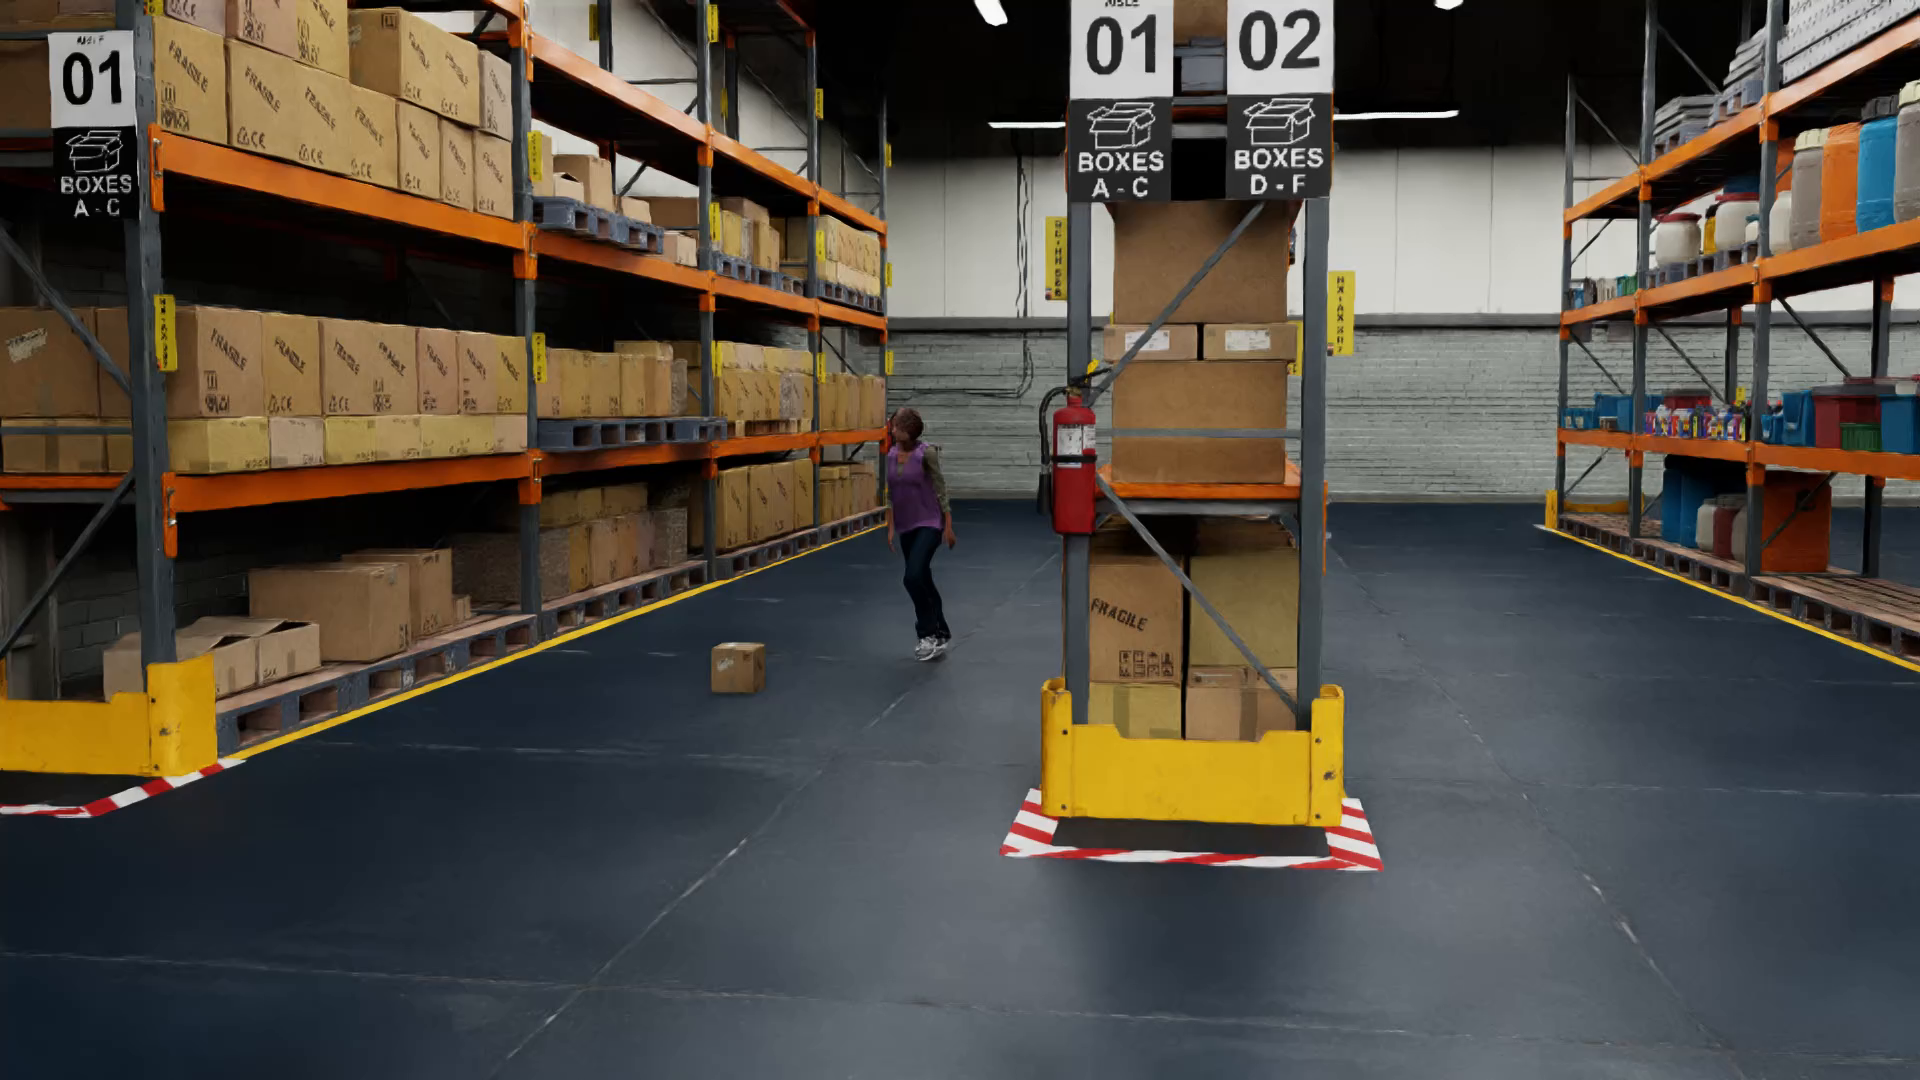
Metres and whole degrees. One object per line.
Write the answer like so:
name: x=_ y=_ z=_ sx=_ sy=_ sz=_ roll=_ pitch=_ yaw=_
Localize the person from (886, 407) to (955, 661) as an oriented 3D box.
person: x=-0.255 y=-0.052 z=10.624 sx=0.442 sy=1.591 sz=0.499 roll=4 pitch=6 yaw=43
